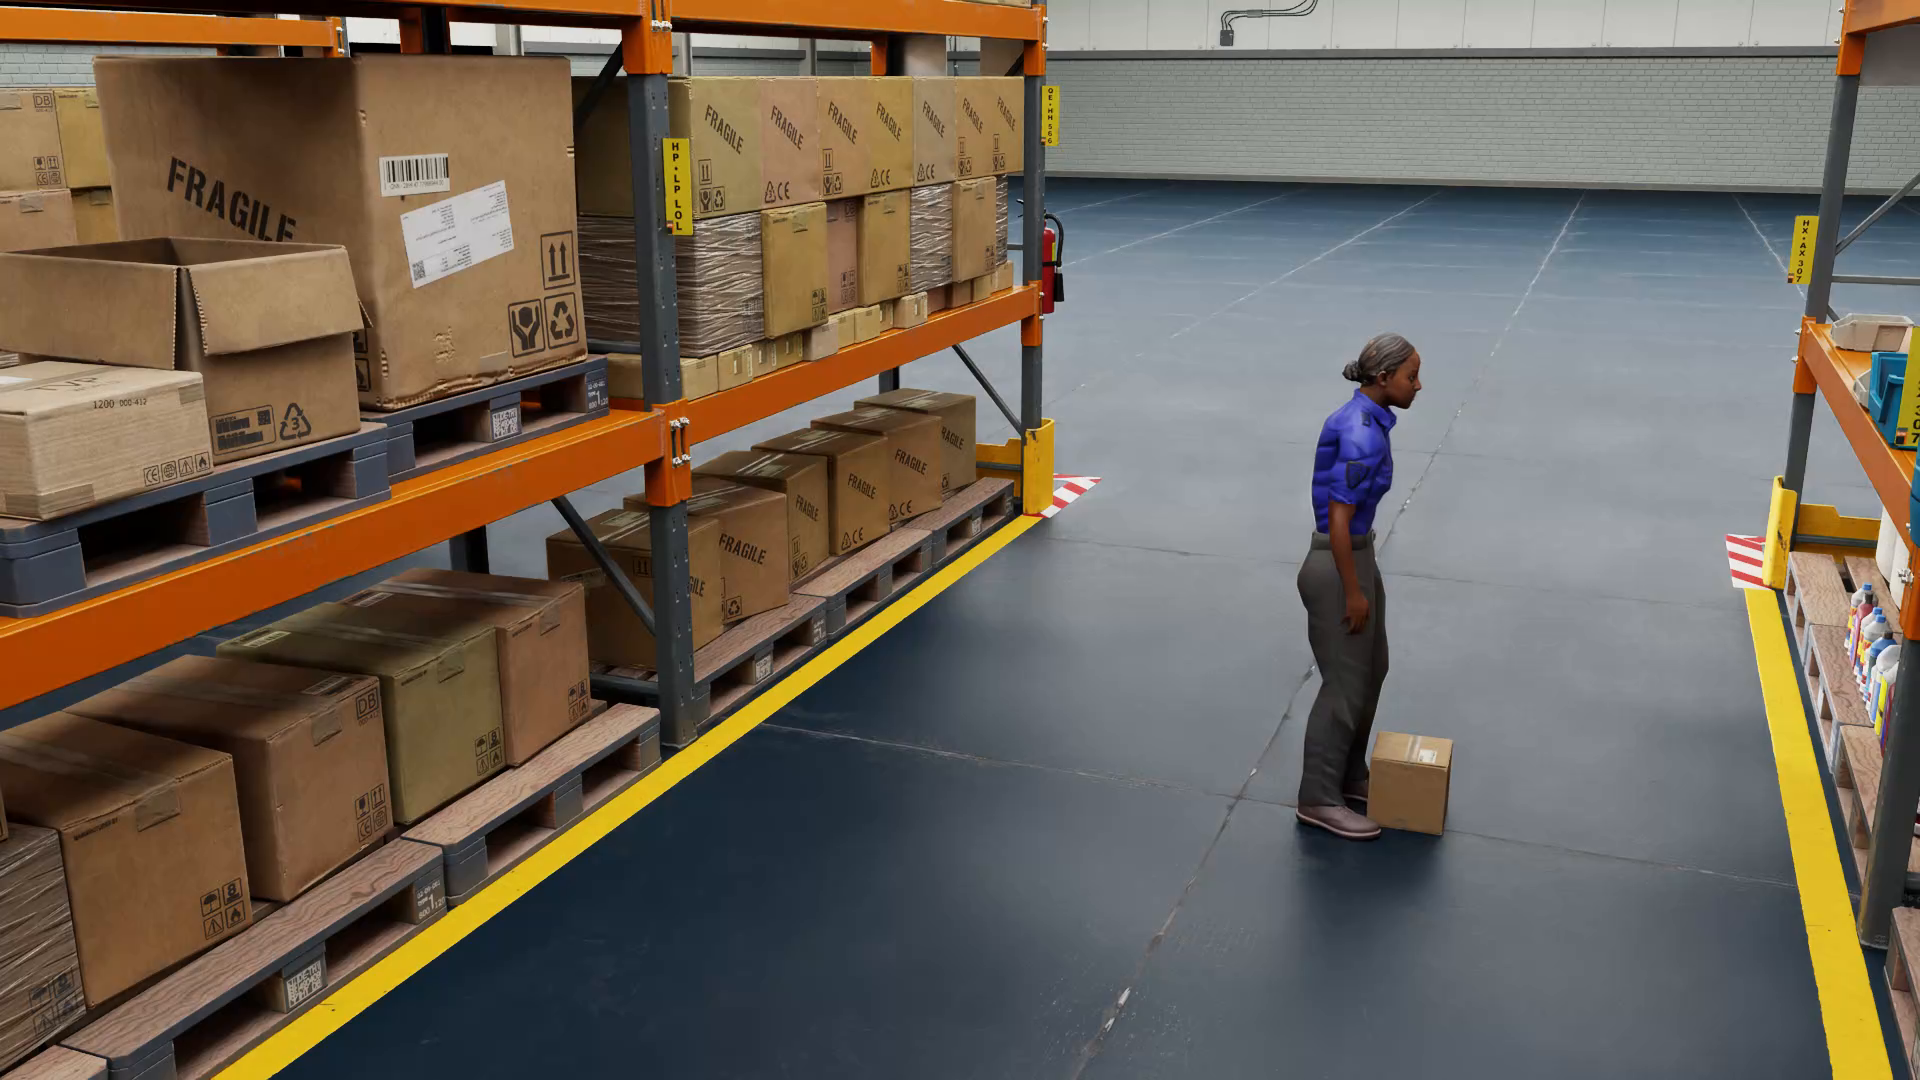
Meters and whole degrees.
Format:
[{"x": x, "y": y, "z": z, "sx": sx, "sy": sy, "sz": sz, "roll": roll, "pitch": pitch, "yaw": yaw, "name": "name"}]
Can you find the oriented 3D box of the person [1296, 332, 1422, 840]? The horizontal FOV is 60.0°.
[{"x": 1.340, "y": 0.132, "z": 5.561, "sx": 0.403, "sy": 1.654, "sz": 0.531, "roll": 5, "pitch": 16, "yaw": 17, "name": "person"}]
